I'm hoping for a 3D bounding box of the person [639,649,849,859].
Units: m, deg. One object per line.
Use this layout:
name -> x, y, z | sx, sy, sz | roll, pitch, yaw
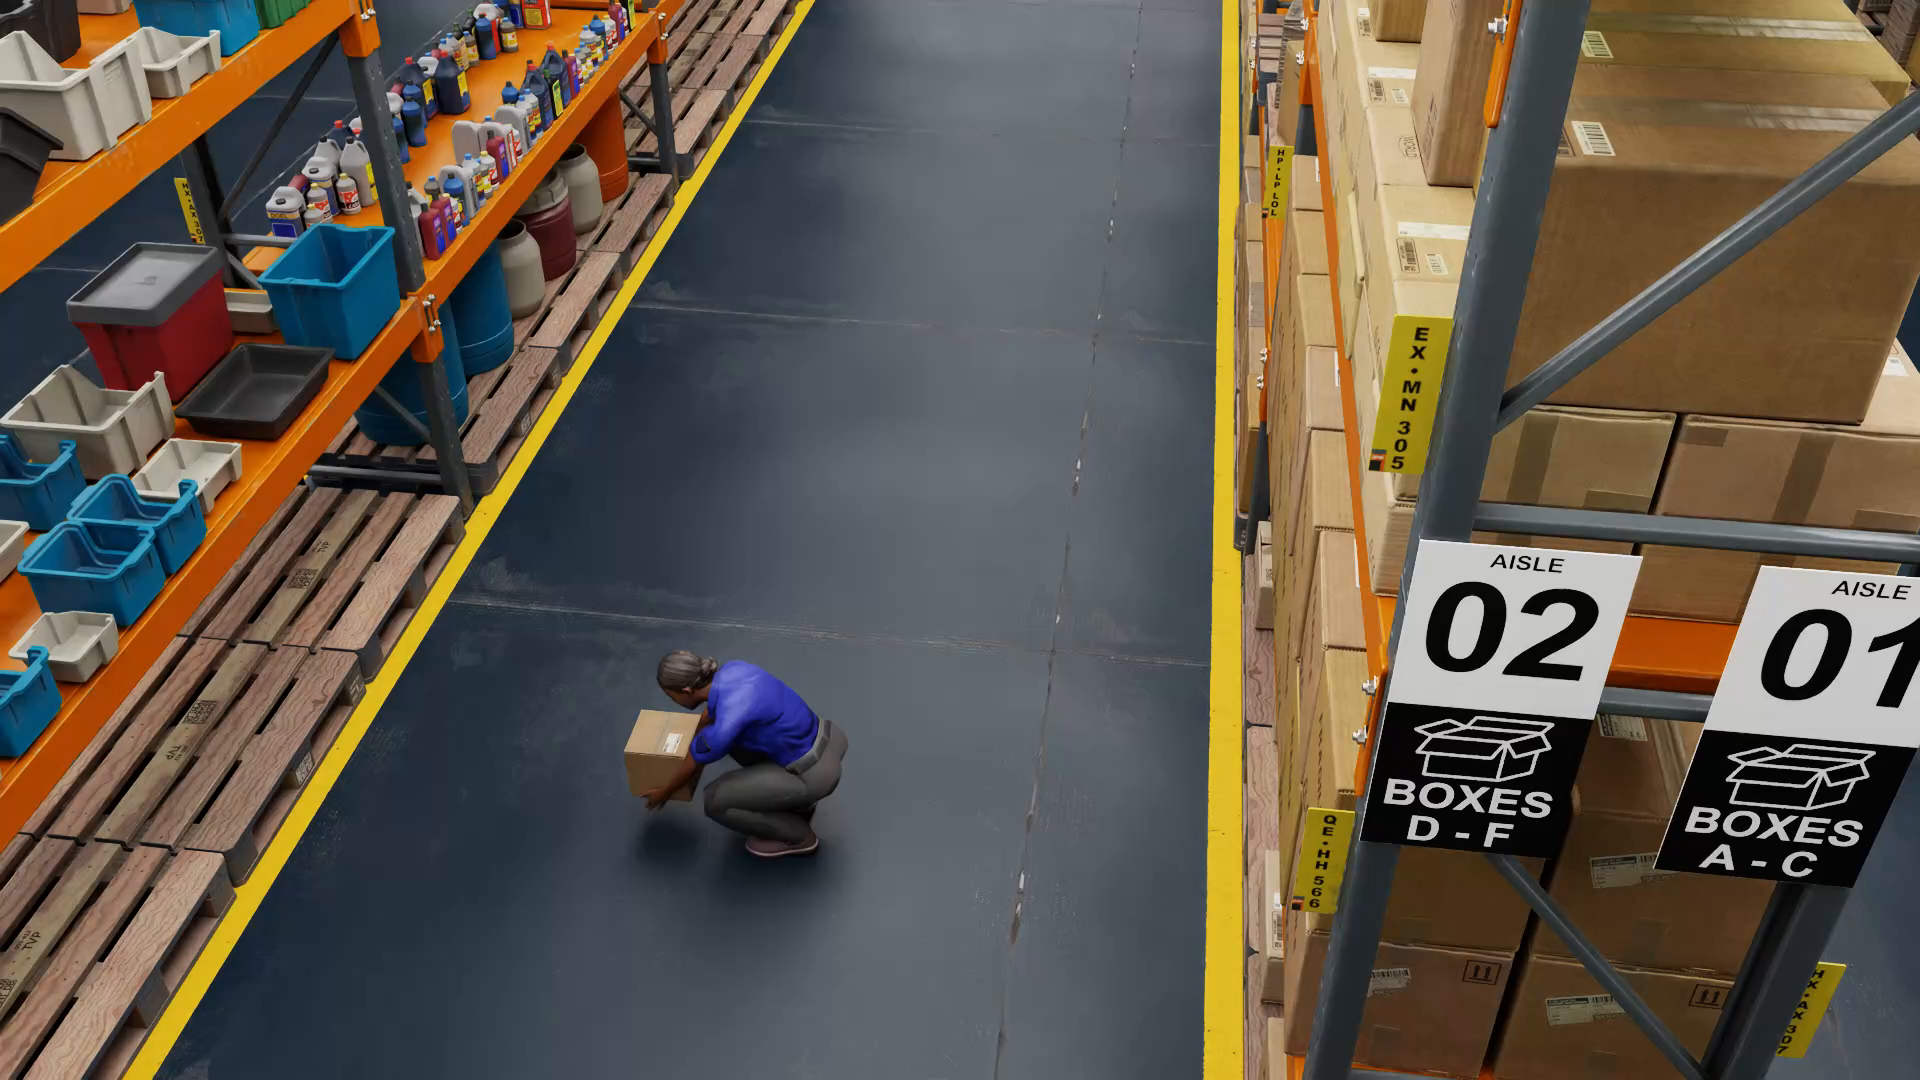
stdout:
person -> -0.862, 0.792, 6.591 | 0.826, 0.934, 0.491 | 4, 37, 5
